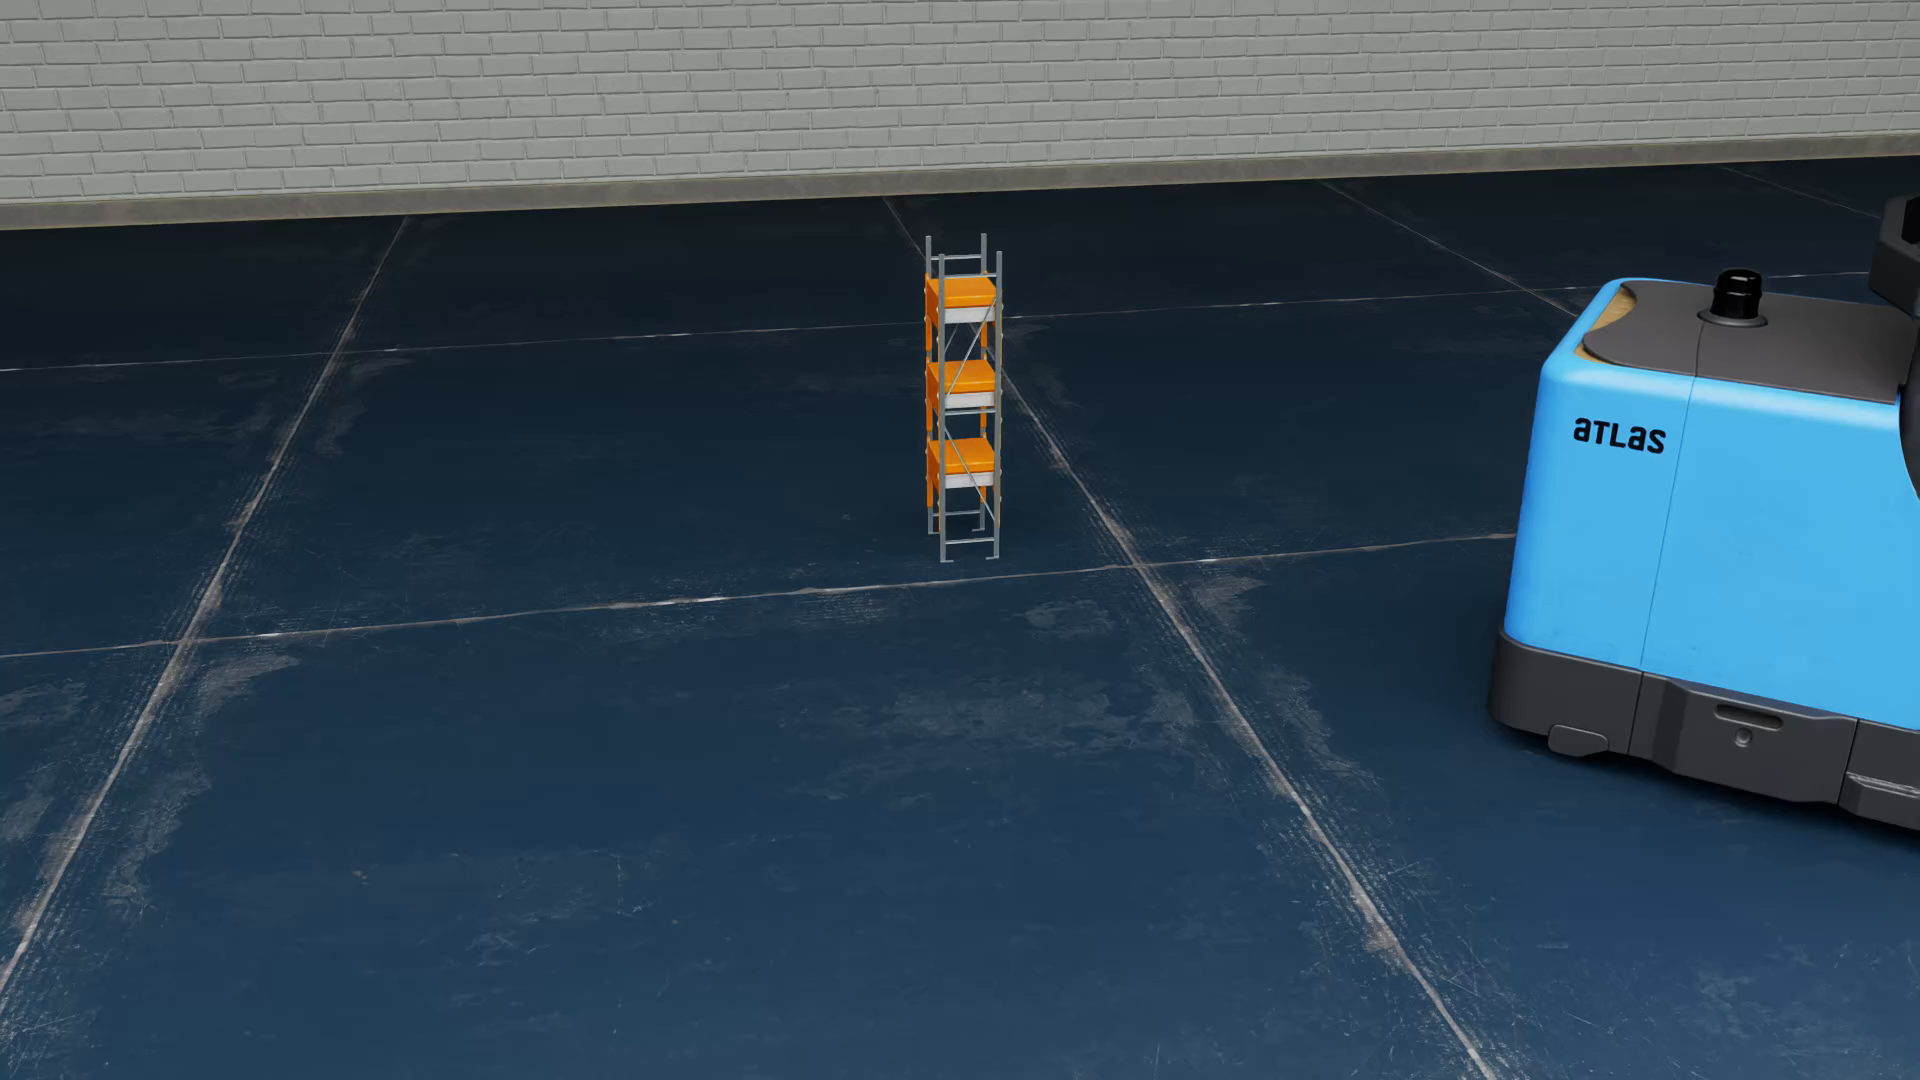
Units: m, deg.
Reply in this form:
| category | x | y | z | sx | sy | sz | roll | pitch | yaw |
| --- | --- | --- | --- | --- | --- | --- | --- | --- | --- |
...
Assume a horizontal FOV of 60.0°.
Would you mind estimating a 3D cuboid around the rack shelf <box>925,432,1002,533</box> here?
| category | x | y | z | sx | sy | sz | roll | pitch | yaw |
| --- | --- | --- | --- | --- | --- | --- | --- | --- | --- |
| rack shelf | 0.010 | -0.196 | 5.607 | 0.215 | 0.259 | 0.240 | -4 | 24 | -10 |

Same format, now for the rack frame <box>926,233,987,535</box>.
| category | x | y | z | sx | sy | sz | roll | pitch | yaw |
| --- | --- | --- | --- | --- | --- | --- | --- | --- | --- |
| rack frame | -0.013 | -0.508 | 5.602 | 0.200 | 1.050 | 0.008 | -4 | 24 | -10 |

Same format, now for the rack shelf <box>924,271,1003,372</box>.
| category | x | y | z | sx | sy | sz | roll | pitch | yaw |
| --- | --- | --- | --- | --- | --- | --- | --- | --- | --- |
| rack shelf | 0.010 | -0.710 | 5.382 | 0.215 | 0.259 | 0.240 | -4 | 24 | -10 |

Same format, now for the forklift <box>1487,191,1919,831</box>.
| category | x | y | z | sx | sy | sz | roll | pitch | yaw |
| --- | --- | --- | --- | --- | --- | --- | --- | --- | --- |
| forklift | 2.971 | -0.684 | 3.653 | 3.031 | 2.935 | 1.130 | 13 | 27 | 26 |

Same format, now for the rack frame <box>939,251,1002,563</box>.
| category | x | y | z | sx | sy | sz | roll | pitch | yaw |
| --- | --- | --- | --- | --- | --- | --- | --- | --- | --- |
| rack frame | 0.032 | -0.412 | 5.382 | 0.200 | 1.050 | 0.008 | -4 | 24 | -10 |

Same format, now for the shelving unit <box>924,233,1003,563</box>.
| category | x | y | z | sx | sy | sz | roll | pitch | yaw |
| --- | --- | --- | --- | --- | --- | --- | --- | --- | --- |
| shelving unit | 0.010 | -0.460 | 5.492 | 0.215 | 1.050 | 0.252 | -4 | 24 | -10 |

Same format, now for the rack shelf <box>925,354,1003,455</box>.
| category | x | y | z | sx | sy | sz | roll | pitch | yaw |
| --- | --- | --- | --- | --- | --- | --- | --- | --- | --- |
| rack shelf | 0.010 | -0.450 | 5.496 | 0.215 | 0.259 | 0.240 | -4 | 24 | -10 |
